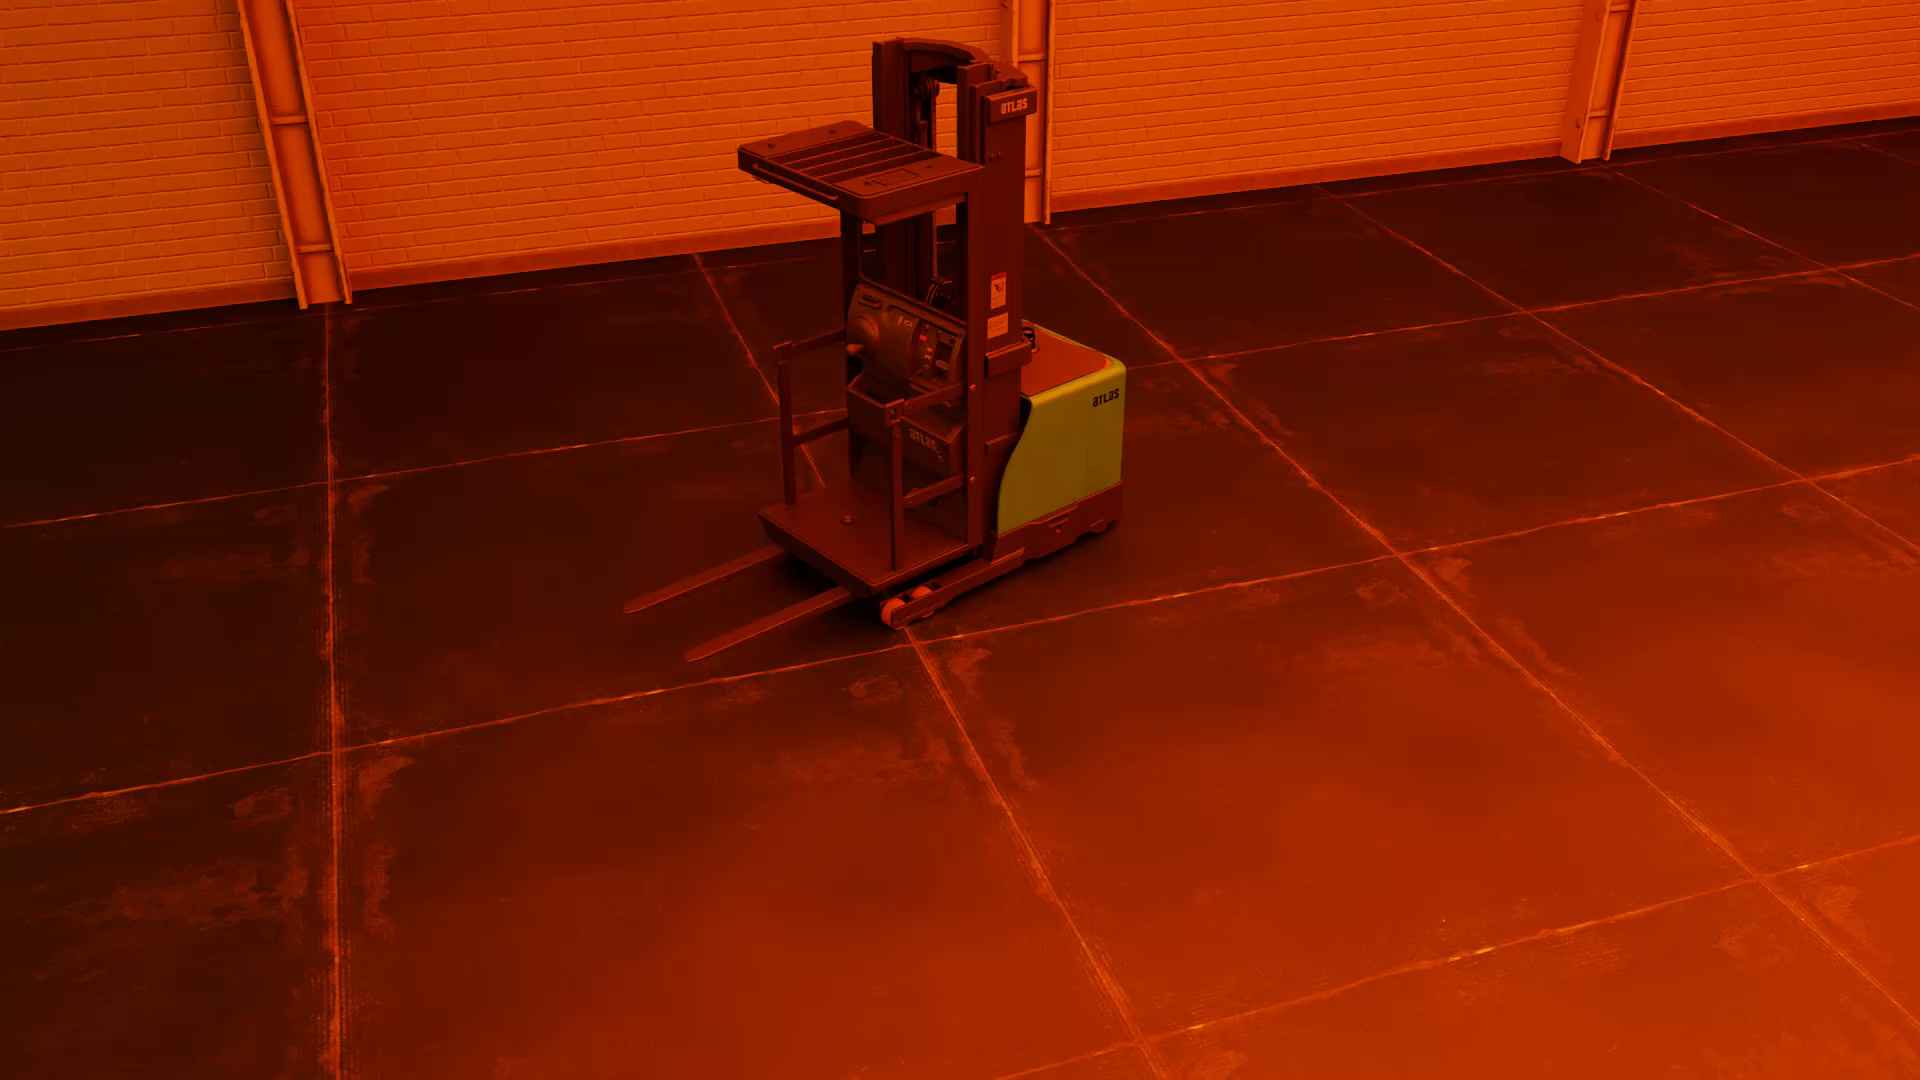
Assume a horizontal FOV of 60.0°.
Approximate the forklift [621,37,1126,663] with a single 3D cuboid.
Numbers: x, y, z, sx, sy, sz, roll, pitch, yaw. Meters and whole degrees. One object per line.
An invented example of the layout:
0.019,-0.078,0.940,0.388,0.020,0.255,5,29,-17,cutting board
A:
-0.461,-1.072,8.951,3.031,2.935,1.130,-23,37,-34,forklift
